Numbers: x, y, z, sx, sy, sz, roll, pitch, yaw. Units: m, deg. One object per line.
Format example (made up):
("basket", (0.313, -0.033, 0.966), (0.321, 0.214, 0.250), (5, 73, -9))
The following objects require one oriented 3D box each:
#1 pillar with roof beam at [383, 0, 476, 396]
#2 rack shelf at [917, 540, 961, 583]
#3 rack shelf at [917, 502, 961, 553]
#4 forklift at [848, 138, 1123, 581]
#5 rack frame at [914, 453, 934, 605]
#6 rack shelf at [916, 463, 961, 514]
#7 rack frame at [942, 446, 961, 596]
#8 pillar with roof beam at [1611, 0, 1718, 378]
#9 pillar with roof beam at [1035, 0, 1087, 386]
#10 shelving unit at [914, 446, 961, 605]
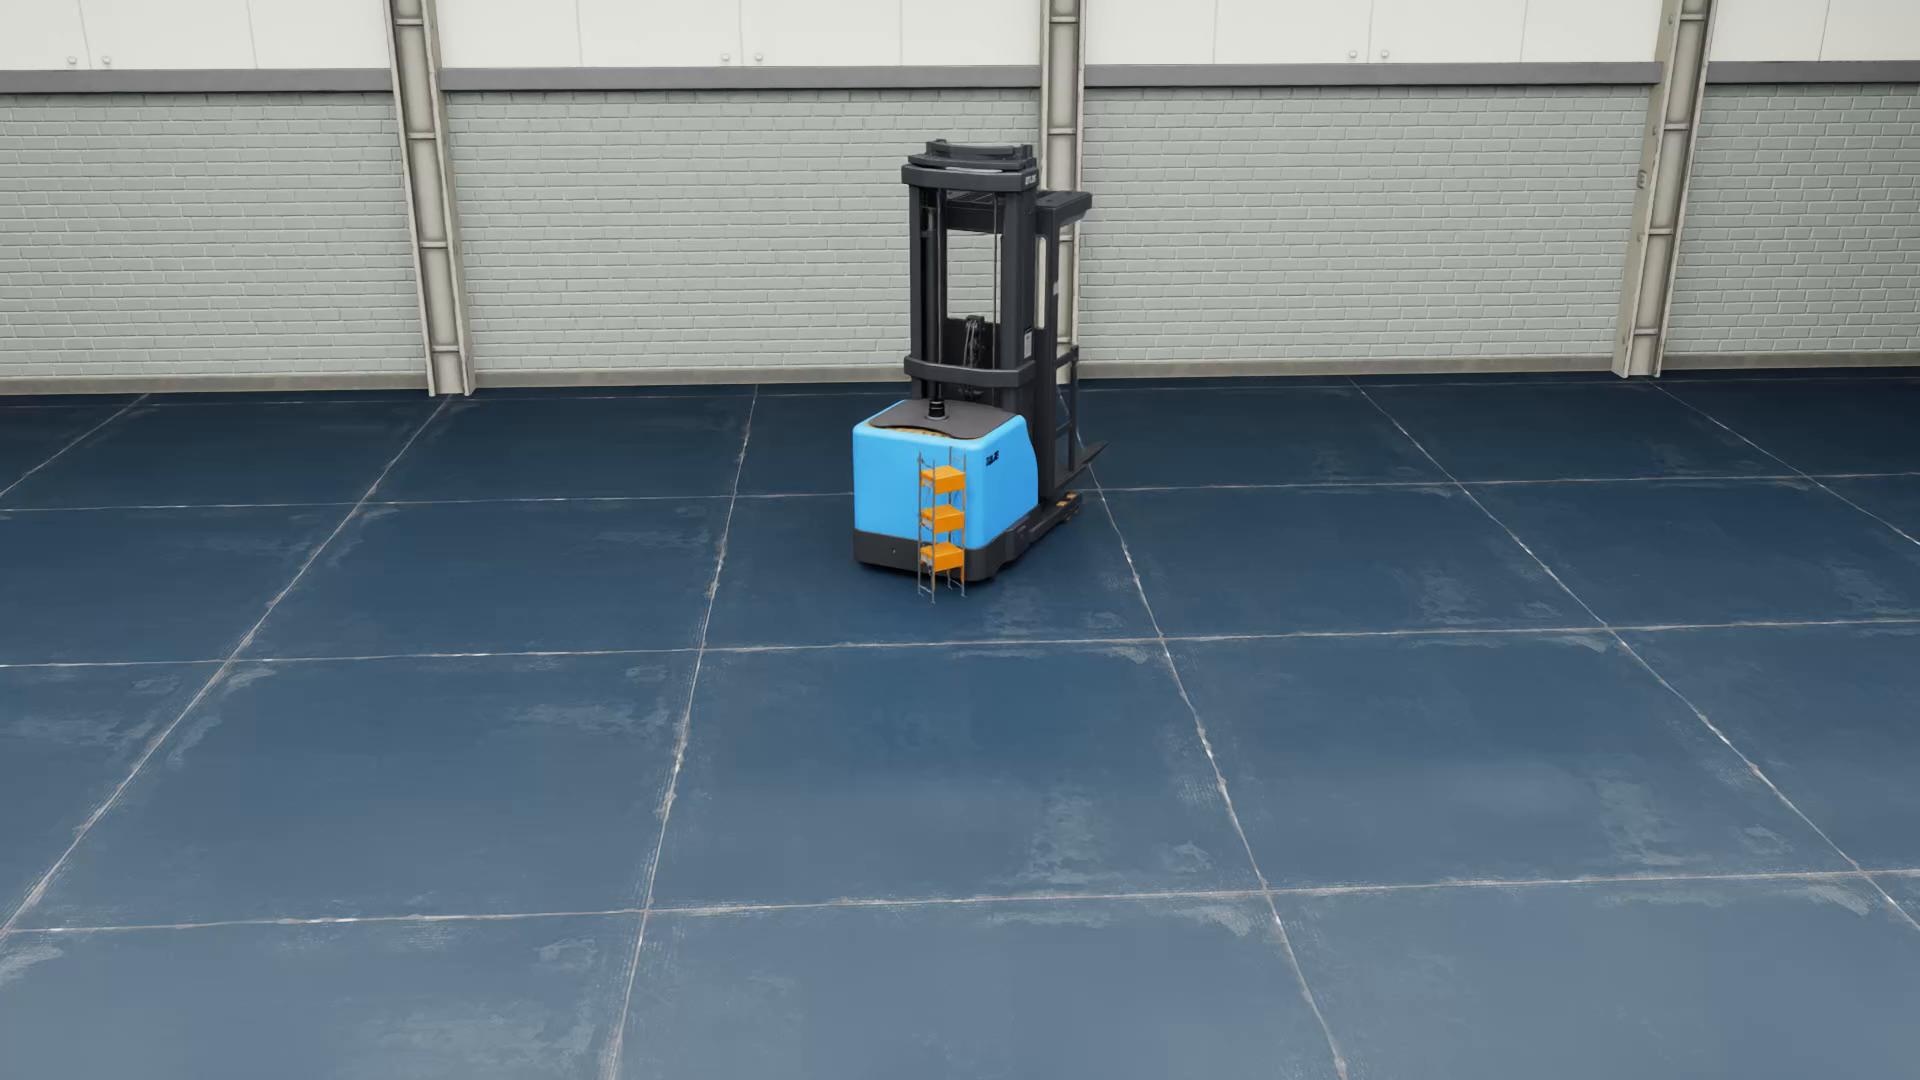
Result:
("pillar with roof beam", (-4.782, -4.150, 10.873), (0.400, 9.000, 9.100), (-1, 21, -3))
("rack shelf", (-0.153, 0.170, 11.509), (0.240, 0.259, 0.215), (-16, 26, -36))
("rack shelf", (-0.153, -0.089, 11.410), (0.240, 0.259, 0.215), (-16, 26, -36))
("forklift", (0.354, -1.561, 12.602), (1.130, 2.935, 3.031), (11, 24, 27))
("rack frame", (-0.247, -0.072, 11.334), (0.008, 1.050, 0.200), (-16, 26, -36))
("rack shelf", (-0.153, -0.355, 11.309), (0.240, 0.259, 0.215), (-16, 26, -36))
("rack frame", (-0.059, -0.127, 11.479), (0.008, 1.050, 0.200), (-16, 26, -36))
("pillar with roof beam", (7.198, -4.393, 11.513), (0.400, 9.000, 9.100), (-1, 21, -3))
("pillar with roof beam", (1.208, -4.271, 11.193), (0.400, 9.000, 9.100), (-1, 21, -3))
("shelving unit", (-0.153, -0.099, 11.406), (0.252, 1.050, 0.215), (-16, 26, -36))
